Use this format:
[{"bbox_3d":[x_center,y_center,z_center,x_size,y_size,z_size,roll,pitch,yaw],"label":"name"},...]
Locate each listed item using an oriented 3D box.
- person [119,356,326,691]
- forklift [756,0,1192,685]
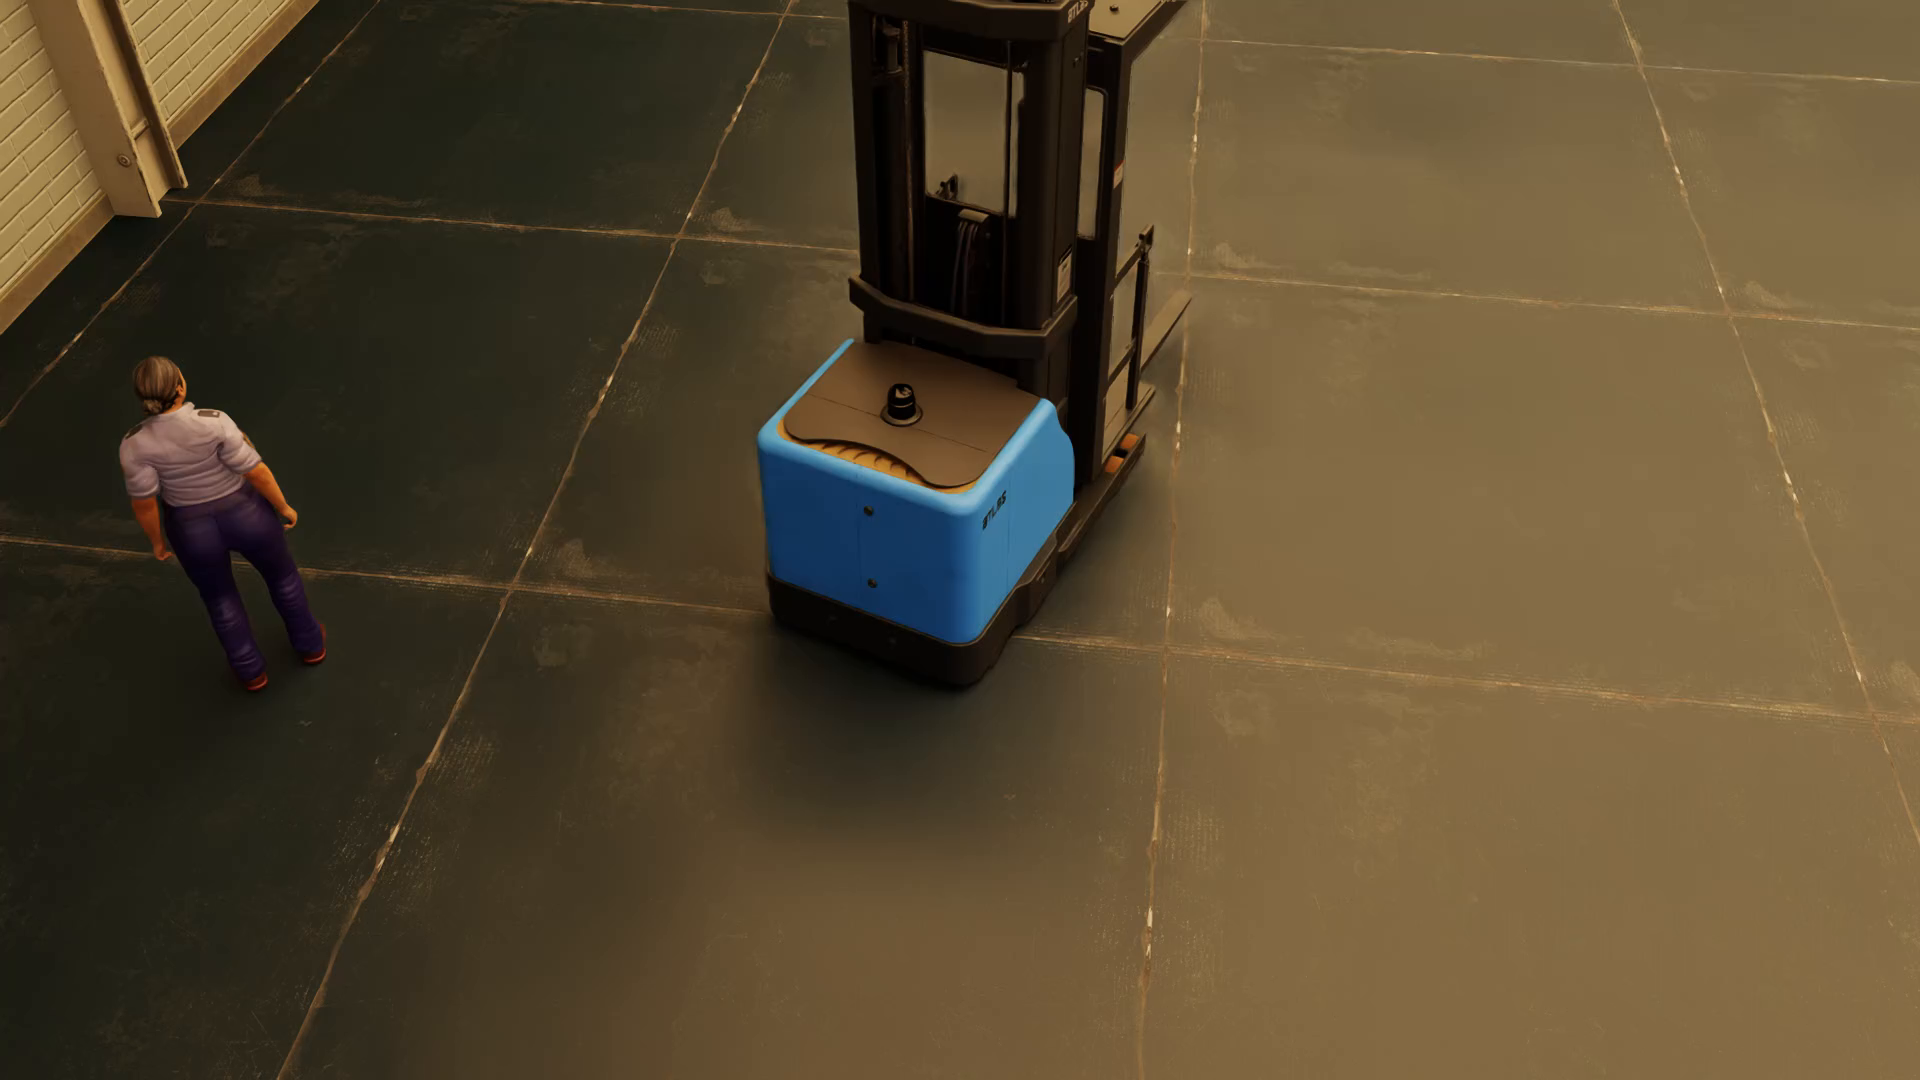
[{"bbox_3d":[-3.001,-0.079,6.762,0.563,1.650,0.385,-17,45,-18],"label":"person"},{"bbox_3d":[0.269,-1.454,7.307,1.130,2.935,3.031,19,46,20],"label":"forklift"}]
